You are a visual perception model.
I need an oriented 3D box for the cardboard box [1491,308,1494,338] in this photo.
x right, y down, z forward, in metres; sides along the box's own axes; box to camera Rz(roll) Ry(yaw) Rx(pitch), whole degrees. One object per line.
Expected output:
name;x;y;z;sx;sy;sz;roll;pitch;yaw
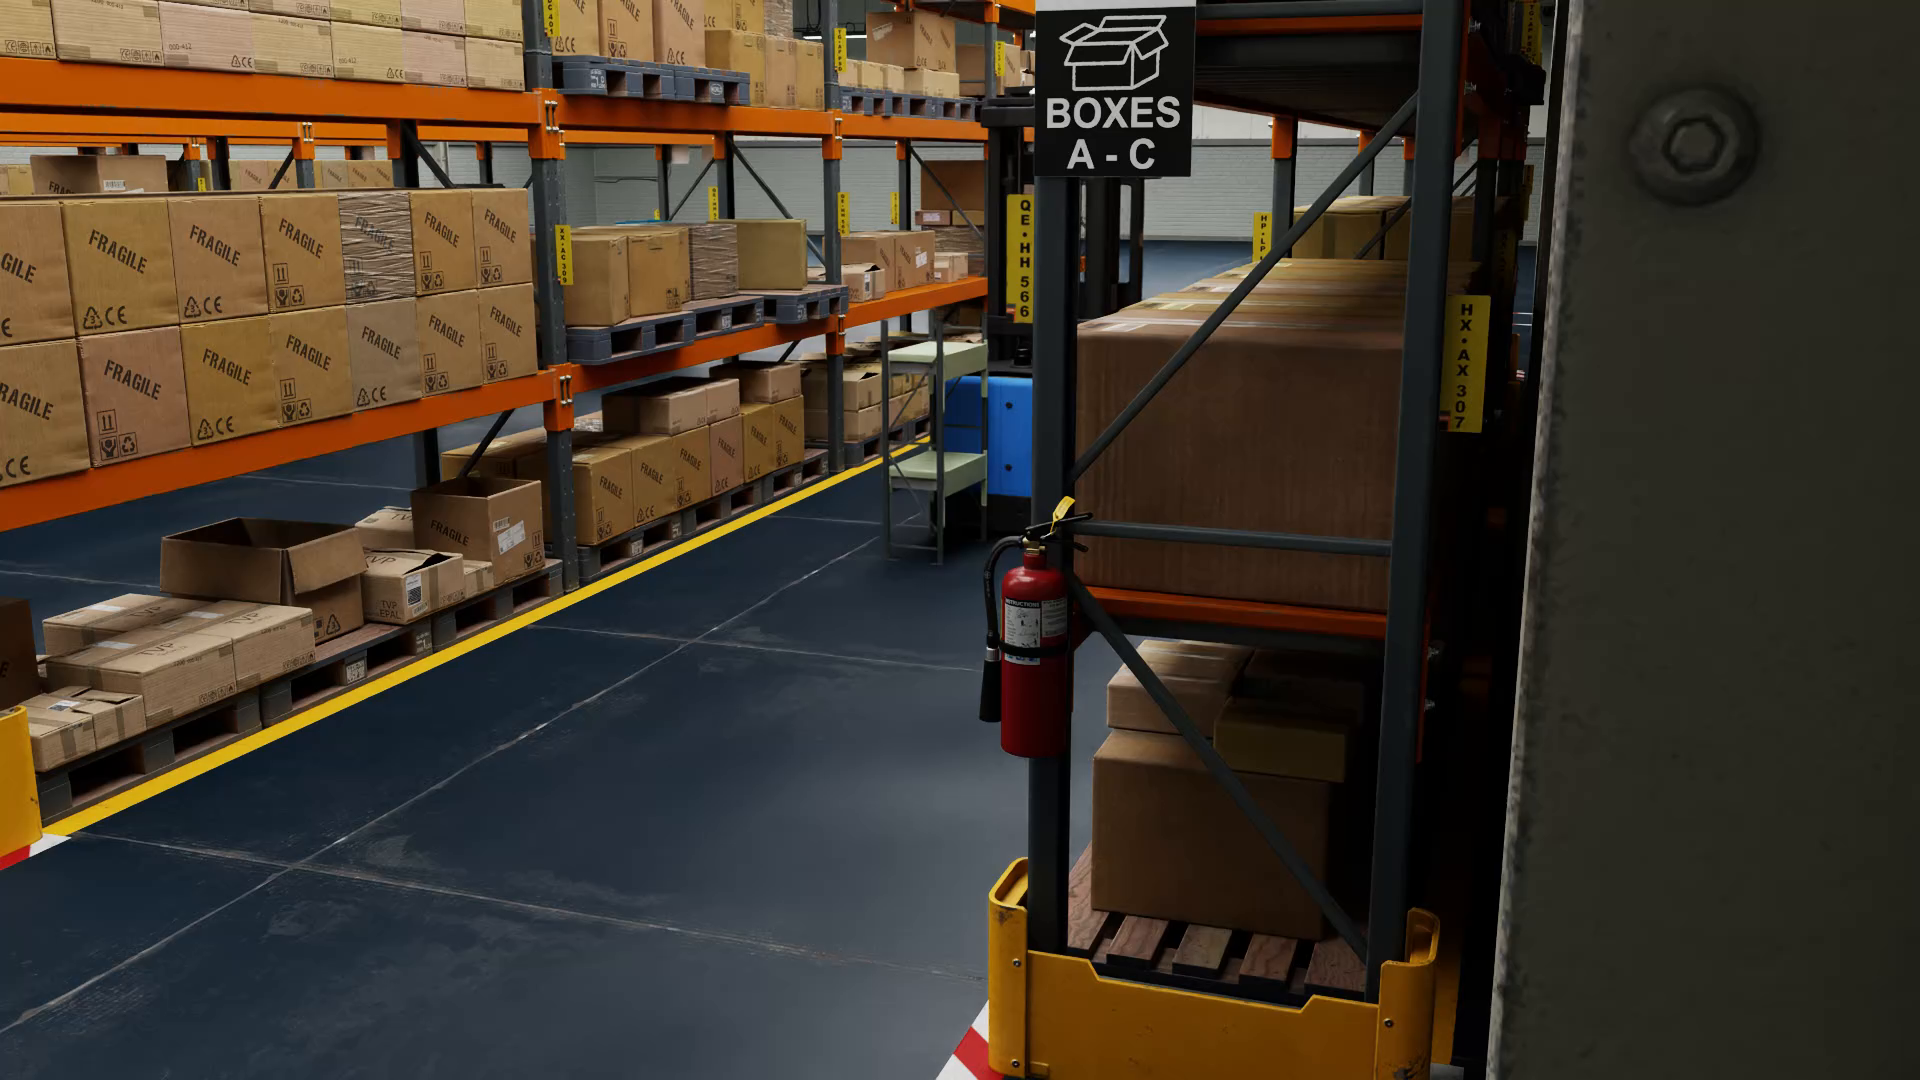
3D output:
cardboard box;2.687;-1.340;9.179;0.500;0.500;0.500;4;13;17

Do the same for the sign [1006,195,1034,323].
sign;0.168;-0.721;4.273;0.100;0.325;0.005;4;14;18

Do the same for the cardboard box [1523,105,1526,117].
cardboard box;4.957;-4.132;15.339;0.500;0.500;0.500;5;14;20

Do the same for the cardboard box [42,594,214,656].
cardboard box;-3.733;0.441;7.507;0.500;0.250;0.500;4;14;18

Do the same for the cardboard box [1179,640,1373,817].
cardboard box;1.133;0.649;6.079;0.700;0.500;0.500;4;13;17

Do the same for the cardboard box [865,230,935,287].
cardboard box;-0.563;-2.659;15.673;0.500;0.500;0.500;5;14;22

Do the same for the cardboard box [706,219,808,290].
cardboard box;-1.520;-2.152;12.509;0.700;0.500;0.500;0;13;-1

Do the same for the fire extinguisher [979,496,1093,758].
fire extinguisher;0.192;0.219;4.301;0.296;0.674;0.183;4;14;18

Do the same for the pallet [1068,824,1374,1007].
pallet;0.862;1.186;5.317;1.003;0.211;1.213;4;14;18

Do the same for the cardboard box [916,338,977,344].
cardboard box;-0.151;-1.804;16.124;0.500;0.311;0.500;5;14;20

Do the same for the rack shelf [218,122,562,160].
rack shelf;-5.461;-3.930;16.340;1.077;0.370;4.000;4;14;18

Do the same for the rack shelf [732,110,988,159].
rack shelf;-0.776;-3.572;14.775;1.077;0.370;4.000;4;14;18

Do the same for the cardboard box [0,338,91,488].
cardboard box;-3.618;-0.478;6.118;0.500;0.500;0.500;5;14;20

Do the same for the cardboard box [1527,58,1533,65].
cardboard box;4.989;-4.617;15.218;0.500;0.500;0.500;5;14;20

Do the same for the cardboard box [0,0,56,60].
cardboard box;-3.604;-1.834;5.880;0.500;0.250;0.500;4;14;18

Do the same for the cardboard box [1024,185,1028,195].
cardboard box;0.334;-3.869;18.057;0.700;0.500;0.500;4;14;18

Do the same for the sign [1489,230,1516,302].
sign;2.497;-1.263;7.655;0.100;0.325;0.005;4;14;18

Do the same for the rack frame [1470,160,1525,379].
rack frame;5.854;-3.368;19.004;1.000;3.000;0.127;4;14;18

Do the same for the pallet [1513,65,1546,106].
pallet;3.107;-2.915;10.701;1.213;0.211;1.003;5;14;21

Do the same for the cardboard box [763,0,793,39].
cardboard box;-1.570;-3.947;12.327;0.500;0.500;0.500;4;14;18

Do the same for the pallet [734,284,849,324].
pallet;-1.576;-1.798;12.557;1.213;0.211;1.003;4;14;18

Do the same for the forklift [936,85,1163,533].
forklift;0.847;-1.730;11.979;1.130;2.935;3.031;5;14;22

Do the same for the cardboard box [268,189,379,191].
cardboard box;-3.302;-1.546;8.549;0.500;0.500;0.500;4;13;17

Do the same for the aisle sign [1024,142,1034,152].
aisle sign;0.897;-5.027;20.431;0.394;0.787;0.004;4;14;18

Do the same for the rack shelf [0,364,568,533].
rack shelf;-3.364;-0.426;7.728;1.077;0.370;4.000;4;14;18

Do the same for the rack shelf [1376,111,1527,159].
rack shelf;3.913;-3.217;13.215;1.077;0.370;4.000;4;14;18

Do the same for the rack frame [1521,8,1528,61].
rack frame;4.560;-5.451;14.647;1.000;3.000;0.127;4;14;18

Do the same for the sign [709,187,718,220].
sign;-1.949;-2.643;13.226;0.100;0.325;0.005;4;14;18

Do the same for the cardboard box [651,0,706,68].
cardboard box;-2.055;-3.344;10.763;0.600;0.600;0.600;4;13;16

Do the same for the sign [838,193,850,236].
sign;-0.906;-2.528;12.901;0.100;0.325;0.005;4;14;18

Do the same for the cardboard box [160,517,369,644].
cardboard box;-3.320;0.201;7.987;0.797;0.503;0.637;4;14;18

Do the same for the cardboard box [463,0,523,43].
cardboard box;-2.617;-2.709;8.586;0.500;0.250;0.500;4;14;18

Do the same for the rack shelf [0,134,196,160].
rack shelf;-10.148;-4.286;17.903;1.077;0.370;4.000;4;14;18

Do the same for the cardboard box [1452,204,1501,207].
cardboard box;2.687;-1.705;9.095;0.500;0.250;0.500;4;13;17

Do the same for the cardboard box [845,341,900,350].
cardboard box;-0.831;-1.736;15.829;0.500;0.311;0.500;4;13;17

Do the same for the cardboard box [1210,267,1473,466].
cardboard box;1.539;-0.721;6.734;0.980;0.700;0.700;4;13;17

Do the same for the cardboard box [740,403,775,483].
cardboard box;-1.671;-0.713;11.998;0.500;0.500;0.500;4;13;16

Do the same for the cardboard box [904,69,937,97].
cardboard box;-0.512;-4.231;15.436;0.500;0.250;0.500;3;13;13

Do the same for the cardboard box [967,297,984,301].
cardboard box;0.146;-2.435;18.466;0.500;0.500;0.500;4;14;18

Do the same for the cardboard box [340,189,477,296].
cardboard box;-2.799;-1.500;8.349;0.500;0.500;0.500;4;13;17

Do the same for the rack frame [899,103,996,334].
rack frame;-0.129;-2.882;16.873;1.000;3.000;0.127;4;14;18

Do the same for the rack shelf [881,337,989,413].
rack shelf;-0.150;-1.043;10.430;0.431;0.370;0.720;5;14;22

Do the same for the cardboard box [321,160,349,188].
cardboard box;-8.471;-4.775;22.027;0.500;0.500;0.500;4;14;18

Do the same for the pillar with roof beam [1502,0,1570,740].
pillar with roof beam;-1.510;-3.867;7.706;9.100;9.000;0.400;4;14;18

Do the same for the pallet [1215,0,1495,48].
pallet;1.300;-1.833;5.737;1.003;0.211;1.213;4;14;18

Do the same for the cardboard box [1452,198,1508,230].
cardboard box;3.193;-2.030;10.517;0.500;0.250;0.500;4;13;17

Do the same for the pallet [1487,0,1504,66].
pallet;1.697;-2.089;6.859;1.003;0.211;1.213;4;14;18

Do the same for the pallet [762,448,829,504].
pallet;-1.700;-0.526;12.817;1.003;0.211;1.213;4;14;18

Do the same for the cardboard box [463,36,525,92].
cardboard box;-2.623;-2.465;8.644;0.500;0.250;0.500;4;14;18

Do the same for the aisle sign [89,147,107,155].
aisle sign;-13.128;-6.120;25.220;0.394;0.787;0.004;4;14;18

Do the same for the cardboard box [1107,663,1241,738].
cardboard box;0.678;0.504;5.257;0.380;0.149;0.250;4;14;18

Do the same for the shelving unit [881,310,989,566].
shelving unit;-0.149;-0.663;10.518;0.431;1.500;0.755;5;14;22

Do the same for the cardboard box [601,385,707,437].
cardboard box;-2.006;-0.854;10.931;0.500;0.250;0.500;4;14;19

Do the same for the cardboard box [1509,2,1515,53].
cardboard box;3.041;-3.188;10.259;0.700;0.500;0.500;4;13;15

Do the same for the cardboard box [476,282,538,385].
cardboard box;-2.636;-1.122;8.940;0.500;0.500;0.500;5;14;19

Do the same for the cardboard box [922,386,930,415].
cardboard box;-0.485;-1.317;15.251;0.500;0.250;0.500;5;14;20
